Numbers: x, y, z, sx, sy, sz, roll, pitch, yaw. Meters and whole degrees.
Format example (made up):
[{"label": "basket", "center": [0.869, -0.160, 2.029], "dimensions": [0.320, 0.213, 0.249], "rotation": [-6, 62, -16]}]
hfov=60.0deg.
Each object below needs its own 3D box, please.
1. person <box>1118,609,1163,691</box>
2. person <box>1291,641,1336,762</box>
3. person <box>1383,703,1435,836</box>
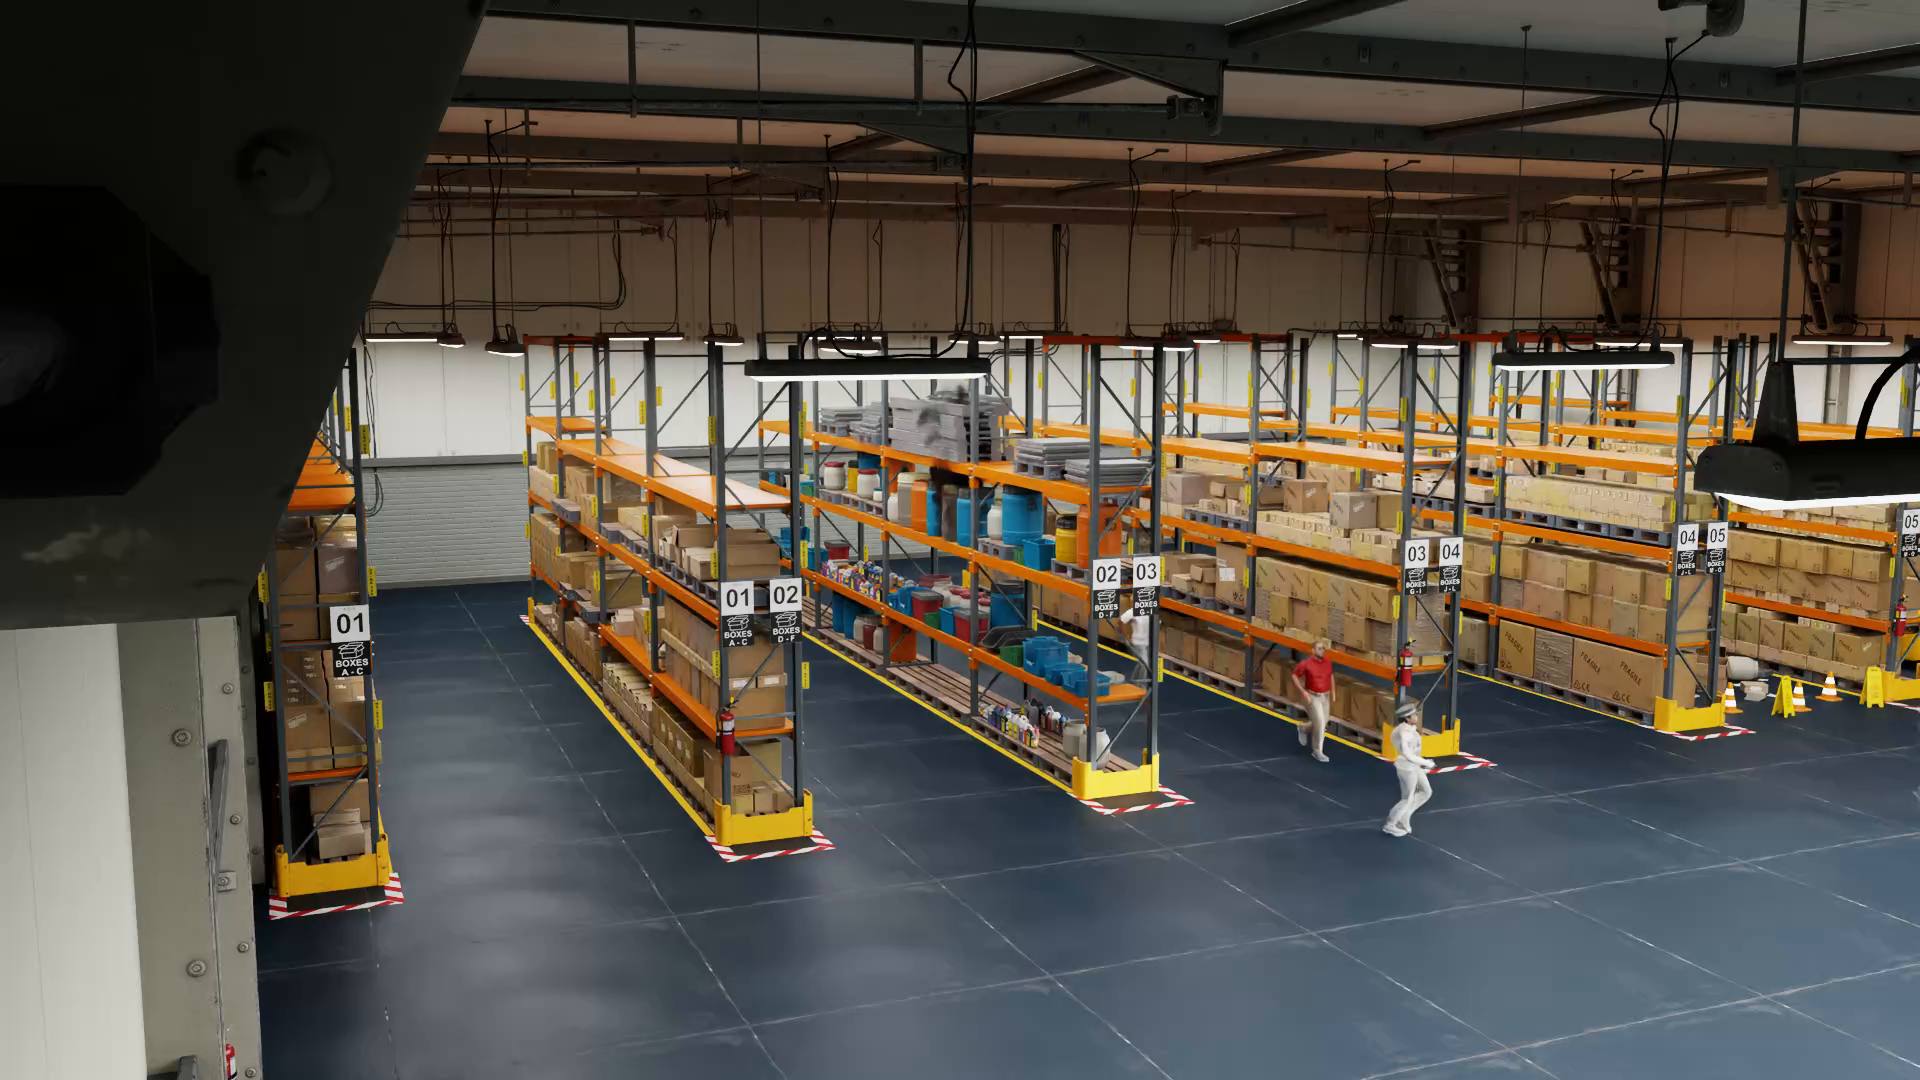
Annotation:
[{"label": "person", "center": [3.055, 1.762, 27.759], "dimensions": [0.677, 1.821, 0.820], "rotation": [-5, 9, -31]}, {"label": "person", "center": [5.120, 2.298, 24.129], "dimensions": [0.682, 1.710, 0.785], "rotation": [-4, 9, -28]}, {"label": "person", "center": [5.513, 2.800, 20.386], "dimensions": [0.589, 1.658, 0.617], "rotation": [2, 8, 14]}]
